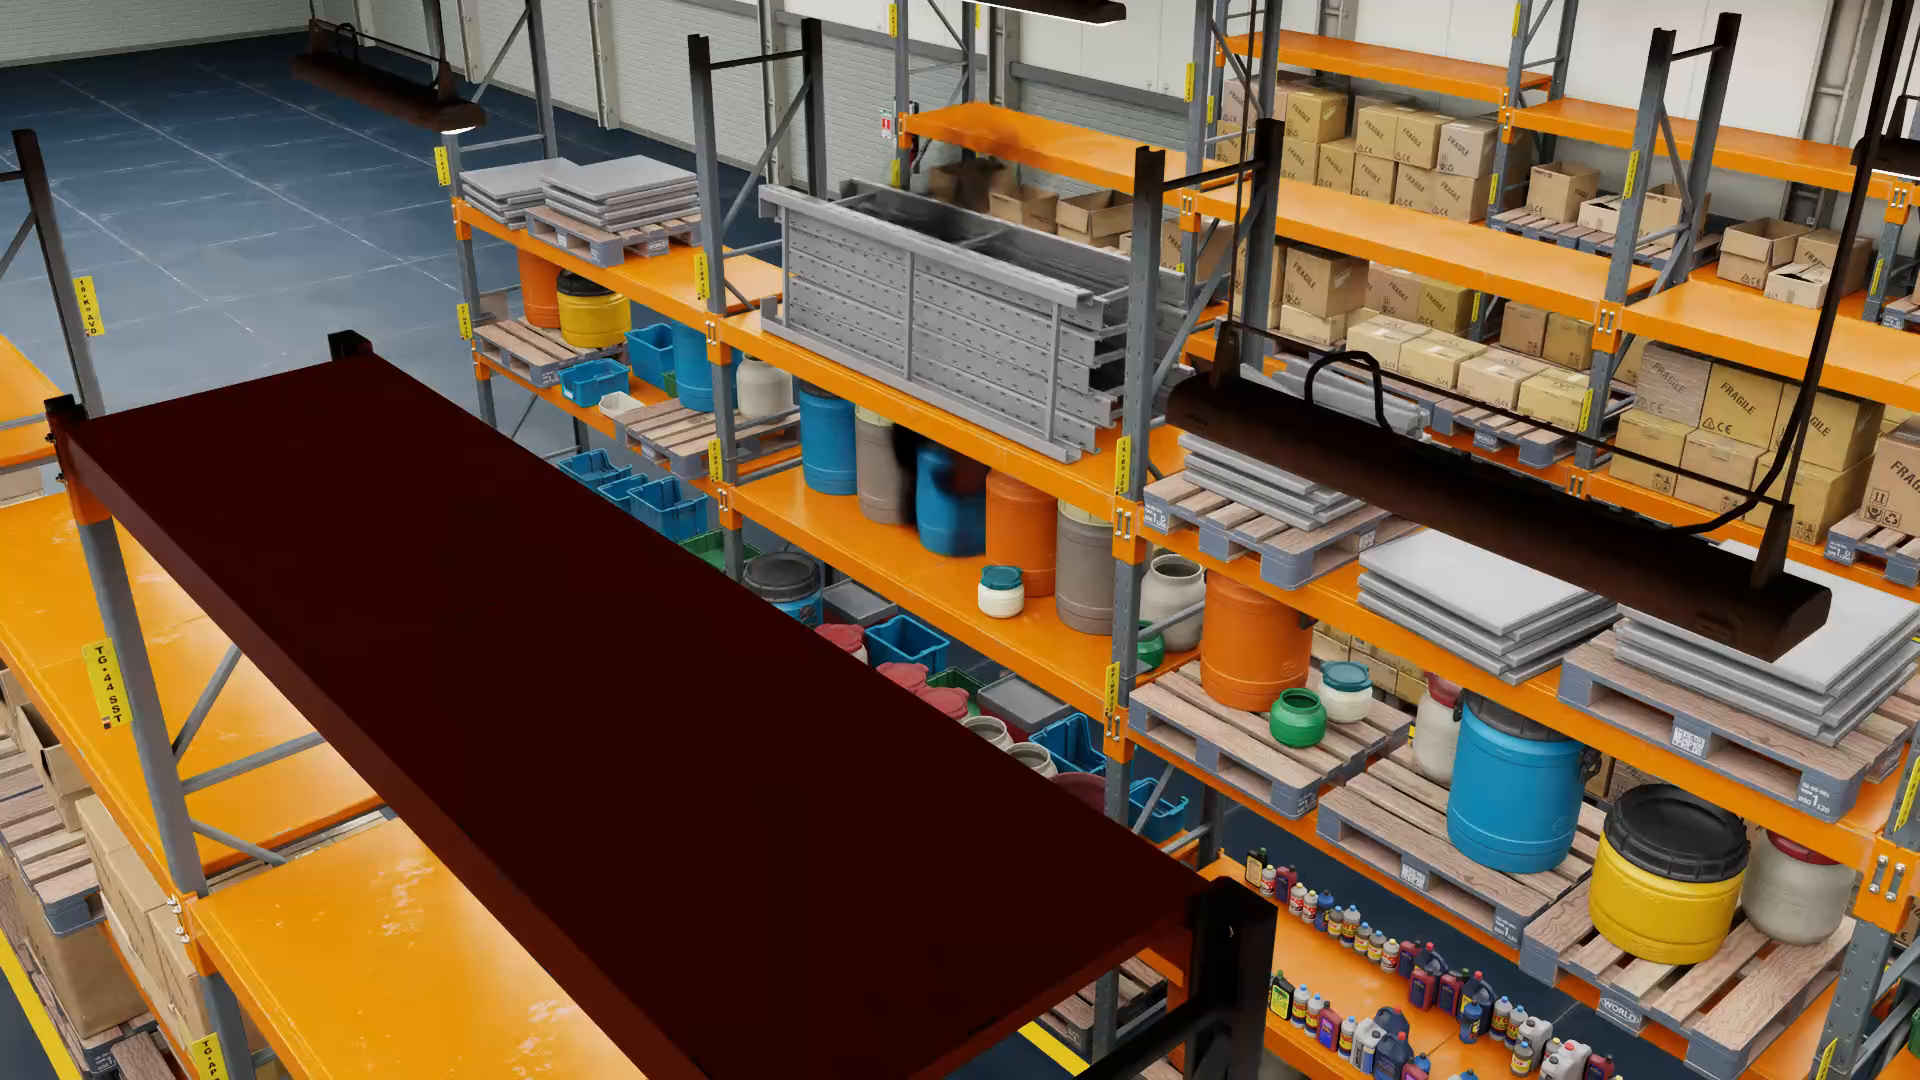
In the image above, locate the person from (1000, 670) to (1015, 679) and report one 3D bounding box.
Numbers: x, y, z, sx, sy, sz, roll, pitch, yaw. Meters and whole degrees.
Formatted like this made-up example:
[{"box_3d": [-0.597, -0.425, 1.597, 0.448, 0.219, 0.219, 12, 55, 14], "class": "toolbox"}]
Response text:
[{"box_3d": [0.746, 0.597, 14.532, 0.882, 1.683, 0.559, 13, 30, 25], "class": "person"}]
